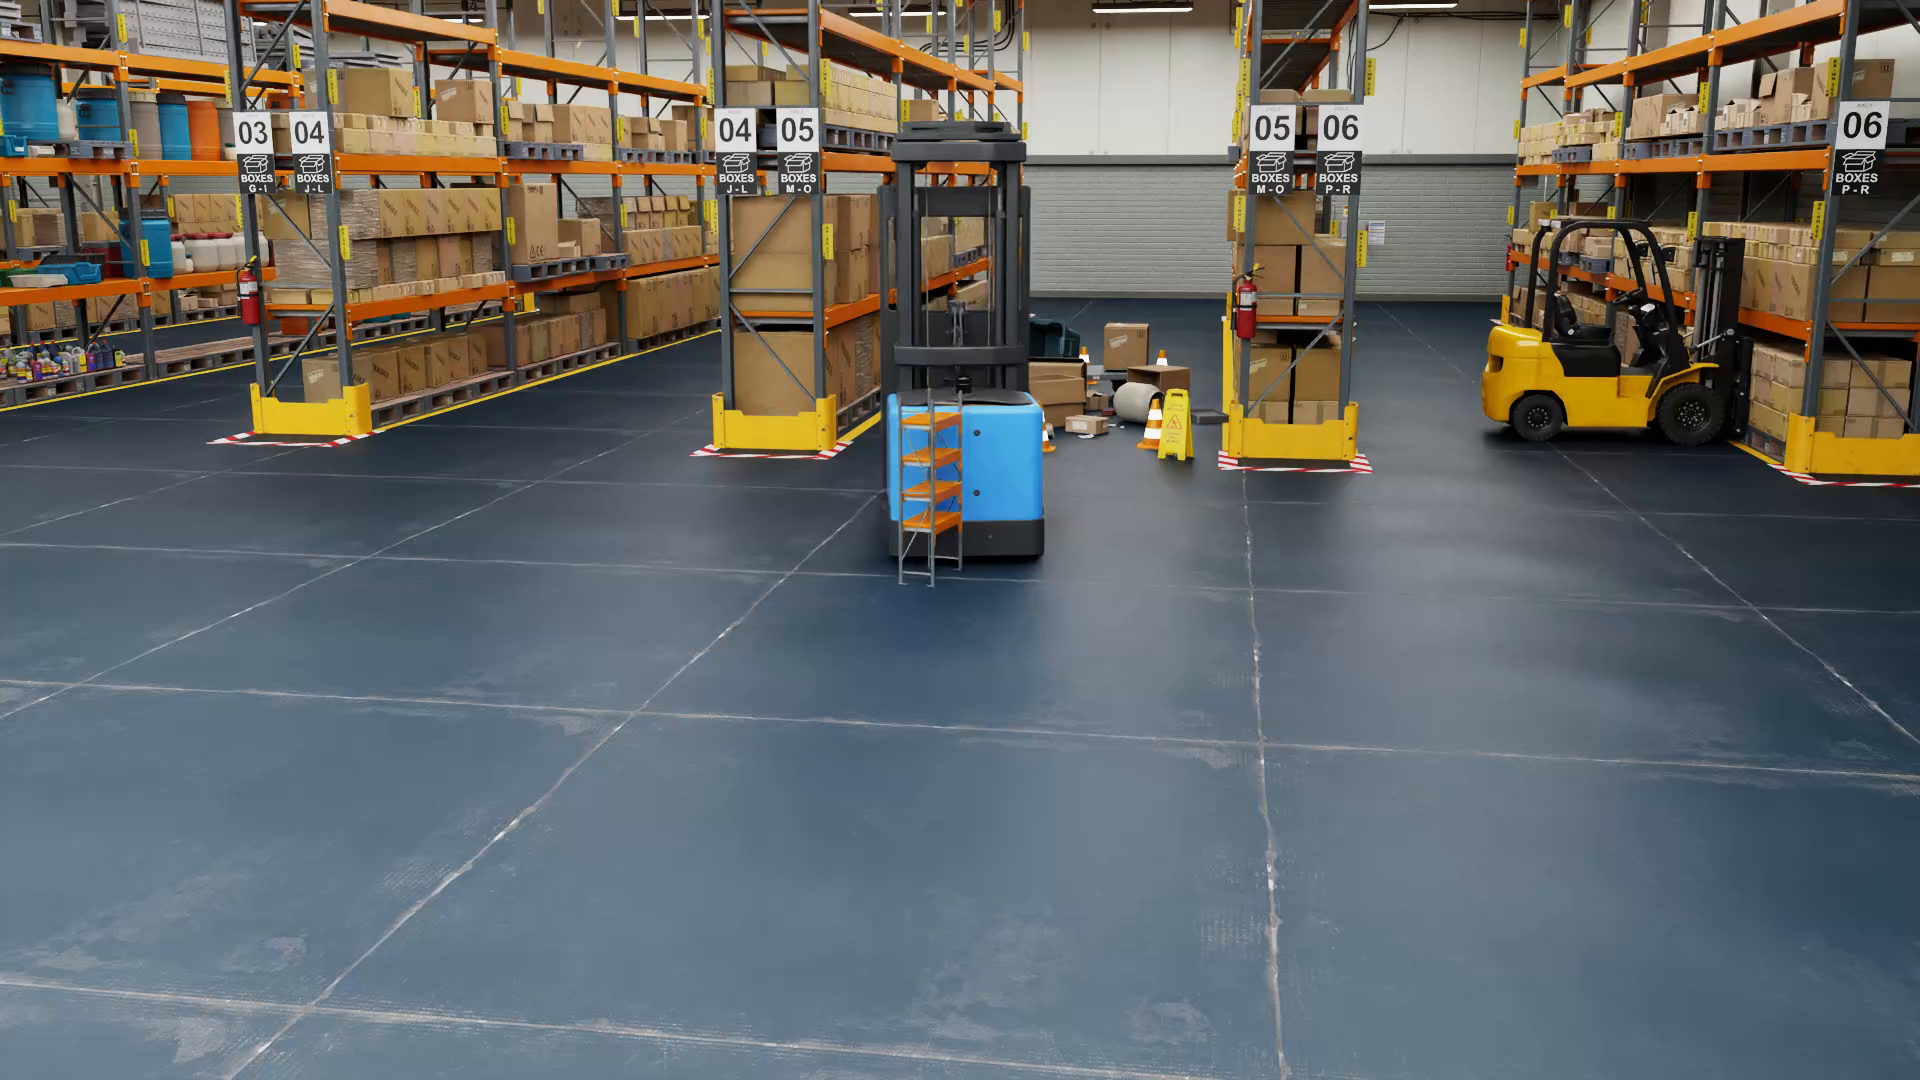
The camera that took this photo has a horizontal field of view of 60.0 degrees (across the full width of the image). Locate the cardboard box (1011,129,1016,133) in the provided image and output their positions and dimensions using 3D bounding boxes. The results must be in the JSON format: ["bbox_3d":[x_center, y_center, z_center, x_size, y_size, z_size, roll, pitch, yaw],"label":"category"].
[{"bbox_3d":[0.793,-7.307,29.884,0.380,0.149,0.250,2,12,10],"label":"cardboard box"}]

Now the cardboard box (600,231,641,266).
[{"bbox_3d":[-5.111,-4.372,24.921,0.500,0.500,0.500,2,12,10],"label":"cardboard box"}]

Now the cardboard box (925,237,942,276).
[{"bbox_3d":[-0.528,-3.787,22.209,0.500,0.500,0.500,2,12,8],"label":"cardboard box"}]

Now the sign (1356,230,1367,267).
[{"bbox_3d":[3.643,-2.650,15.113,0.100,0.325,0.005,2,12,9],"label":"sign"}]

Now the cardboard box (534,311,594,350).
[{"bbox_3d":[-5.610,-2.967,23.532,0.700,0.500,0.500,1,12,4],"label":"cardboard box"}]

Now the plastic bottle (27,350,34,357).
[{"bbox_3d":[-11.513,-2.214,20.577,0.097,0.271,0.097,0,12,0],"label":"plastic bottle"}]

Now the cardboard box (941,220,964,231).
[{"bbox_3d":[-0.145,-4.730,25.010,0.380,0.149,0.250,2,12,11],"label":"cardboard box"}]

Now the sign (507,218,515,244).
[{"bbox_3d":[-5.532,-3.805,20.474,0.100,0.325,0.005,2,12,9],"label":"sign"}]

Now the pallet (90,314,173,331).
[{"bbox_3d":[-14.715,-3.851,29.362,1.003,0.211,1.213,2,12,9],"label":"pallet"}]

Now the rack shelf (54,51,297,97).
[{"bbox_3d":[-10.656,-6.360,22.801,1.077,0.370,4.000,2,12,9],"label":"rack shelf"}]

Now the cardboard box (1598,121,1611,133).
[{"bbox_3d":[9.167,-5.781,23.282,0.380,0.149,0.250,2,12,7],"label":"cardboard box"}]

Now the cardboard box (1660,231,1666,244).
[{"bbox_3d":[8.628,-3.628,19.930,0.380,0.149,0.250,2,12,9],"label":"cardboard box"}]

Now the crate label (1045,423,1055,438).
[{"bbox_3d":[0.809,-1.107,16.803,0.250,0.136,0.298,-5,13,-21],"label":"crate label"}]

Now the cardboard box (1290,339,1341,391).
[{"bbox_3d":[3.584,-1.745,16.718,0.500,0.500,0.500,1,12,7],"label":"cardboard box"}]

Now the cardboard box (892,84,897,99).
[{"bbox_3d":[-0.925,-5.117,18.966,0.380,0.149,0.250,2,12,8],"label":"cardboard box"}]

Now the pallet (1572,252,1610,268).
[{"bbox_3d":[9.537,-4.060,24.169,1.003,0.211,1.213,2,12,9],"label":"pallet"}]

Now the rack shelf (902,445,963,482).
[{"bbox_3d":[-0.187,-0.495,10.701,0.258,0.148,0.480,5,13,21],"label":"rack shelf"}]

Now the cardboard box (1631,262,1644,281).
[{"bbox_3d":[8.779,-3.379,20.910,0.500,0.250,0.500,1,12,7],"label":"cardboard box"}]

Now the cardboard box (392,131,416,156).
[{"bbox_3d":[-6.202,-4.260,17.879,0.500,0.250,0.500,2,12,8],"label":"cardboard box"}]

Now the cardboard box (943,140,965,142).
[{"bbox_3d":[-0.218,-5.674,23.844,0.500,0.500,0.500,2,12,9],"label":"cardboard box"}]

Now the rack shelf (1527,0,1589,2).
[{"bbox_3d":[10.166,-9.204,27.159,1.077,0.370,4.000,2,12,9],"label":"rack shelf"}]

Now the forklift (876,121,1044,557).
[{"bbox_3d":[-0.059,-1.573,12.336,1.130,2.935,3.031,-1,12,-4],"label":"forklift"}]

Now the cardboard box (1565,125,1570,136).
[{"bbox_3d":[9.327,-6.168,25.029,0.380,0.149,0.250,2,12,8],"label":"cardboard box"}]

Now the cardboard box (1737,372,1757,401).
[{"bbox_3d":[7.925,-1.513,16.237,0.500,0.250,0.500,2,12,7],"label":"cardboard box"}]

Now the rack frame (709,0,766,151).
[{"bbox_3d":[-4.224,-8.828,31.598,1.000,3.000,0.127,2,12,9],"label":"rack frame"}]

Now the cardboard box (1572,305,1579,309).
[{"bbox_3d":[9.408,-3.257,24.922,0.500,0.500,0.500,2,12,7],"label":"cardboard box"}]

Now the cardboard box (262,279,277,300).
[{"bbox_3d":[-13.852,-5.089,33.378,0.500,0.500,0.500,2,12,9],"label":"cardboard box"}]

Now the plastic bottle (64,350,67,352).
[{"bbox_3d":[-10.962,-2.193,20.451,0.061,0.283,0.133,2,12,9],"label":"plastic bottle"}]

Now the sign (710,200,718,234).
[{"bbox_3d":[-2.333,-3.086,15.880,0.100,0.325,0.005,2,12,9],"label":"sign"}]

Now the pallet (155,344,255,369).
[{"bbox_3d":[-10.696,-2.614,23.624,1.003,0.211,1.213,2,12,9],"label":"pallet"}]

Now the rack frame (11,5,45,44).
[{"bbox_3d":[-18.907,-9.310,33.832,1.000,3.000,0.127,2,12,9],"label":"rack frame"}]

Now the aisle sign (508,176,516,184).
[{"bbox_3d":[-8.818,-7.332,32.726,0.394,0.787,0.004,2,12,9],"label":"aisle sign"}]

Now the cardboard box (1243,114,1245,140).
[{"bbox_3d":[3.149,-4.216,16.964,0.500,0.250,0.500,2,12,9],"label":"cardboard box"}]

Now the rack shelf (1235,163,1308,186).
[{"bbox_3d":[4.645,-5.440,24.704,1.077,0.370,4.000,2,12,9],"label":"rack shelf"}]

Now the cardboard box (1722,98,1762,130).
[{"bbox_3d":[8.259,-4.428,17.278,0.500,0.311,0.500,2,12,10],"label":"cardboard box"}]

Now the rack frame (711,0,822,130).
[{"bbox_3d":[-1.799,-5.316,15.300,1.000,3.000,0.127,2,12,9],"label":"rack frame"}]

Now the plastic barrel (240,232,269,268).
[{"bbox_3d":[-10.296,-4.224,24.210,0.421,0.512,0.421,0,12,0],"label":"plastic barrel"}]

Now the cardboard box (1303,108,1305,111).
[{"bbox_3d":[3.542,-4.252,16.187,0.380,0.149,0.250,2,12,8],"label":"cardboard box"}]

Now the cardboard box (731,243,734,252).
[{"bbox_3d":[-4.266,-5.261,29.881,0.380,0.149,0.250,2,12,9],"label":"cardboard box"}]

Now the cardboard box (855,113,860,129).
[{"bbox_3d":[-1.236,-4.305,17.090,0.380,0.149,0.250,2,12,8],"label":"cardboard box"}]

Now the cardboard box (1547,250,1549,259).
[{"bbox_3d":[9.676,-4.588,26.761,0.380,0.149,0.250,2,12,10],"label":"cardboard box"}]

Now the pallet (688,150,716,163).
[{"bbox_3d":[-4.703,-6.656,28.848,1.003,0.211,1.213,2,12,9],"label":"pallet"}]

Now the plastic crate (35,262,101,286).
[{"bbox_3d":[-10.866,-3.246,20.289,0.499,0.251,0.616,2,12,9],"label":"plastic crate"}]

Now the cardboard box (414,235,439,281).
[{"bbox_3d":[-6.407,-3.187,18.719,0.875,0.500,0.500,2,12,9],"label":"cardboard box"}]

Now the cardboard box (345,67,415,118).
[{"bbox_3d":[-6.190,-4.770,17.758,0.500,0.500,0.500,2,12,8],"label":"cardboard box"}]

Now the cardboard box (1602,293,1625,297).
[{"bbox_3d":[10.022,-3.691,25.395,0.380,0.149,0.250,2,12,9],"label":"cardboard box"}]

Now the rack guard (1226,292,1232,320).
[{"bbox_3d":[5.572,-4.358,31.027,1.175,0.500,0.348,2,12,9],"label":"rack guard"}]

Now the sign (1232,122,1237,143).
[{"bbox_3d":[4.404,-6.517,26.580,0.100,0.325,0.005,2,12,9],"label":"sign"}]

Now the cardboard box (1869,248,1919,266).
[{"bbox_3d":[8.321,-2.512,14.752,0.380,0.149,0.250,2,12,7],"label":"cardboard box"}]

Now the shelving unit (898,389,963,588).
[{"bbox_3d":[-0.187,-0.342,10.734,0.258,1.200,0.503,5,13,21],"label":"shelving unit"}]

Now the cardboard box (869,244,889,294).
[{"bbox_3d":[-1.291,-3.097,18.887,0.875,0.550,0.550,2,12,9],"label":"cardboard box"}]

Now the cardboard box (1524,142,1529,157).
[{"bbox_3d":[10.077,-6.763,28.784,0.500,0.250,0.500,2,12,10],"label":"cardboard box"}]

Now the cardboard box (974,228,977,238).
[{"bbox_3d":[0.062,-4.856,26.301,0.380,0.149,0.250,1,12,7],"label":"cardboard box"}]
